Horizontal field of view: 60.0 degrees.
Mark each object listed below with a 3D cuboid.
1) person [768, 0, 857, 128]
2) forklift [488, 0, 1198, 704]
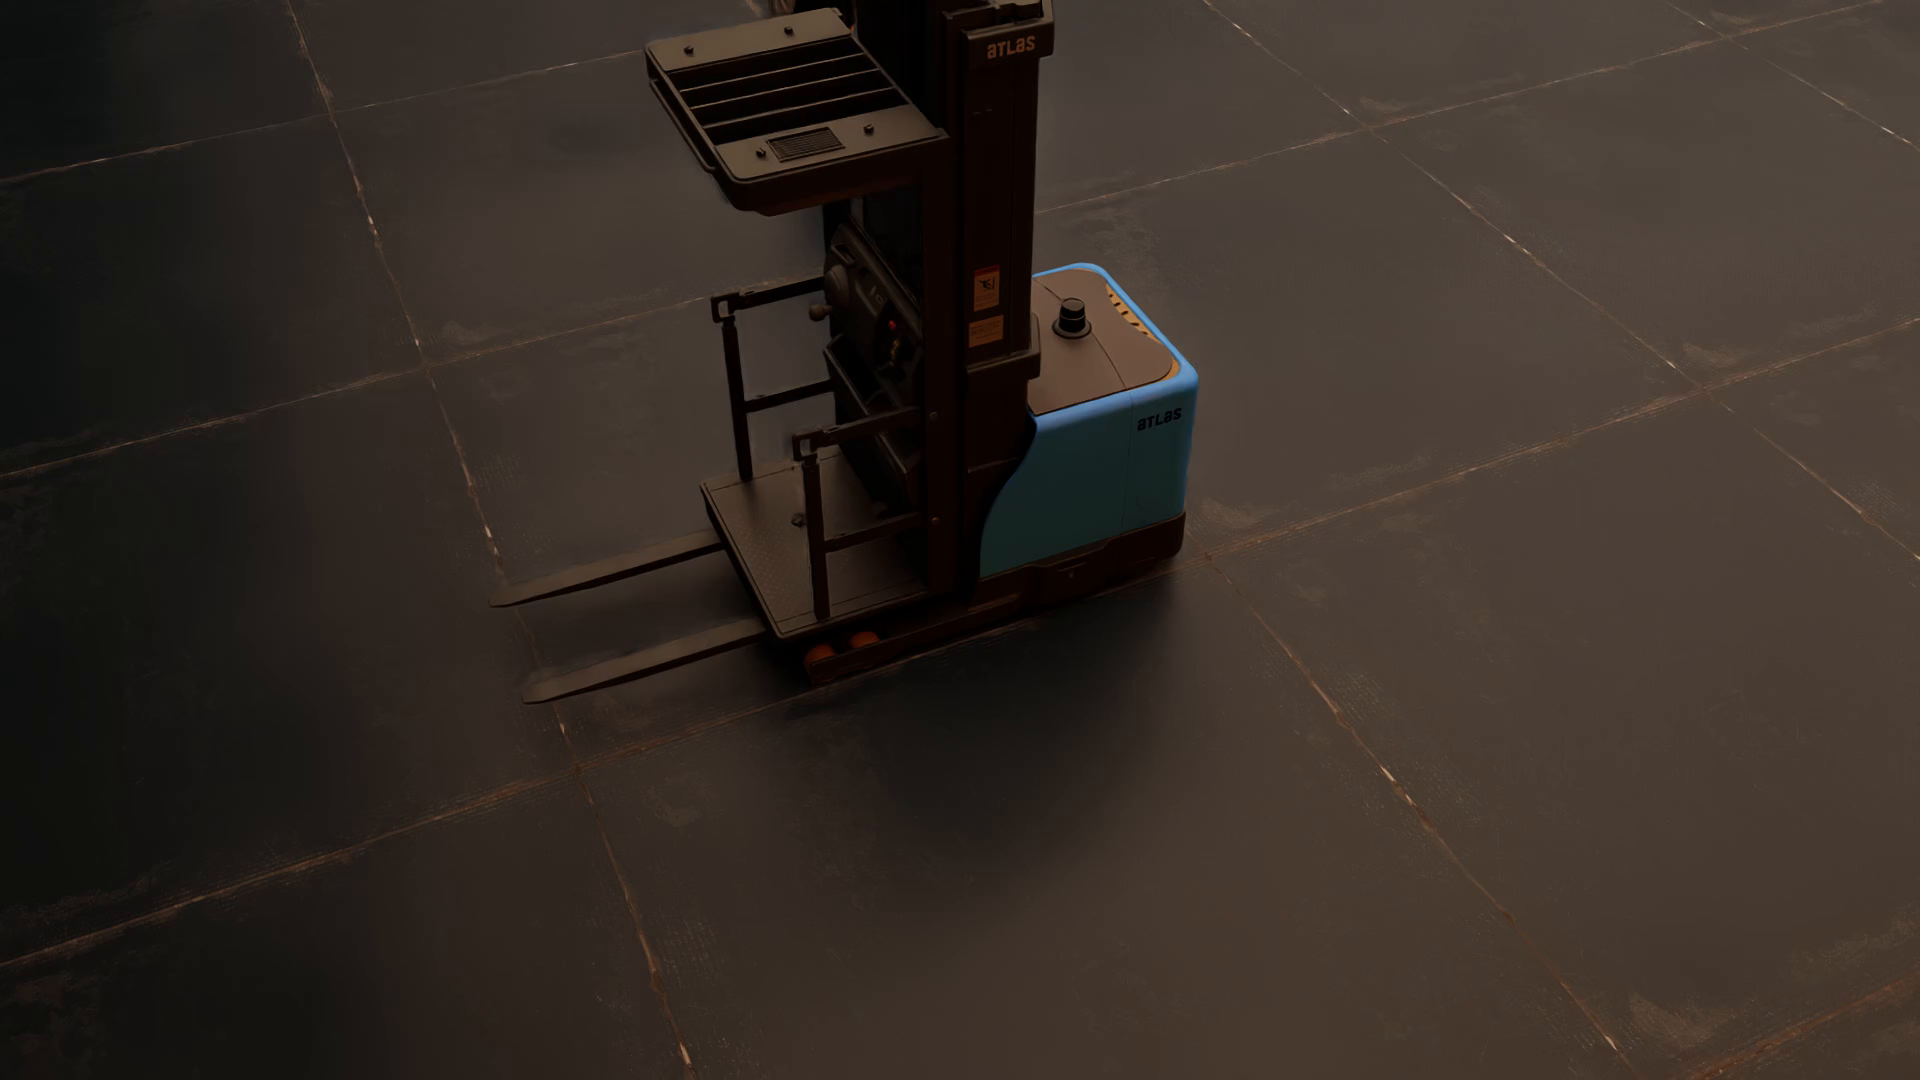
[{"bbox_3d":[-0.890,-2.861,9.621,0.632,1.720,0.569,-27,49,-26],"label":"person"},{"bbox_3d":[-0.536,-0.871,6.613,3.031,2.935,1.130,-17,46,-17],"label":"forklift"}]
